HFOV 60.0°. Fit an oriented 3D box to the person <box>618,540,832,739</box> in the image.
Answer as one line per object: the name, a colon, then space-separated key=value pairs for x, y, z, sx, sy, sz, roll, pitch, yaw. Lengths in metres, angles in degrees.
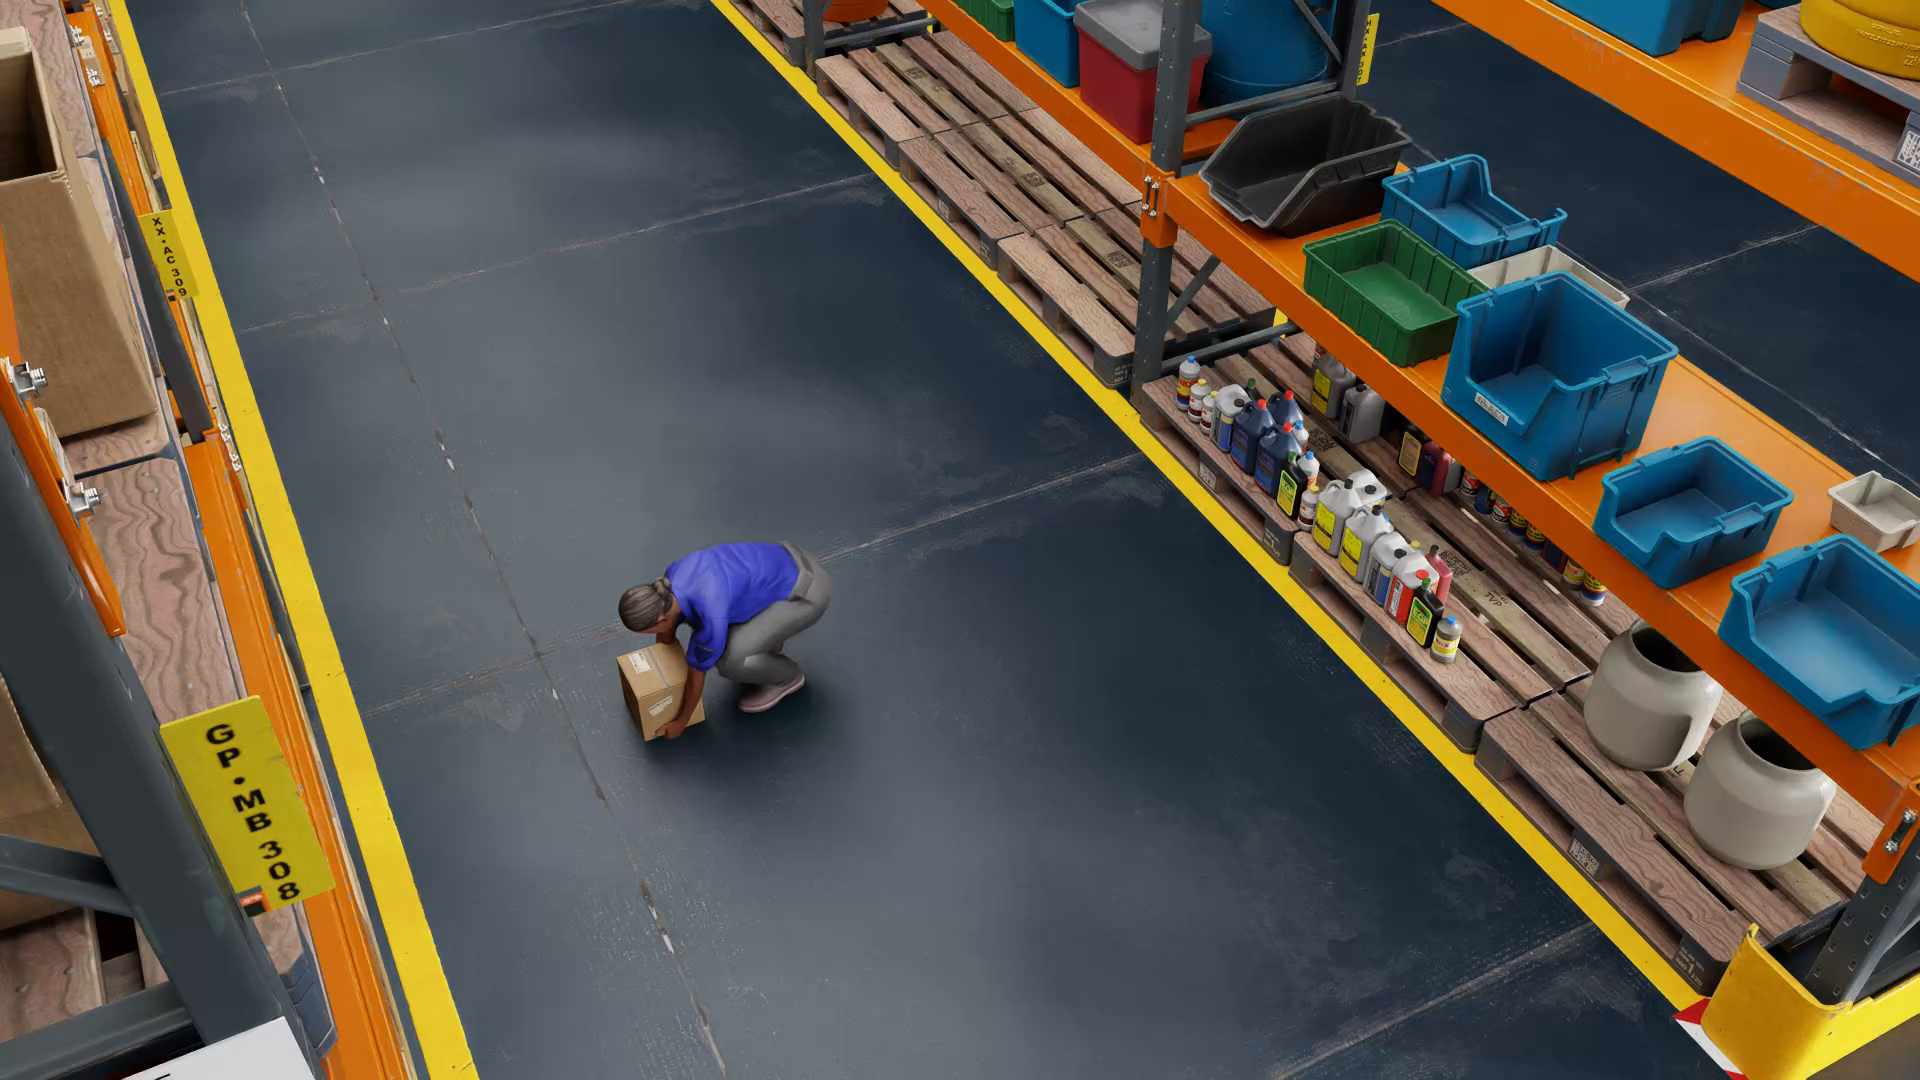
person: x=-0.902 y=0.329 z=6.499 sx=0.846 sy=0.759 sz=0.440 roll=-20 pitch=45 yaw=-21
